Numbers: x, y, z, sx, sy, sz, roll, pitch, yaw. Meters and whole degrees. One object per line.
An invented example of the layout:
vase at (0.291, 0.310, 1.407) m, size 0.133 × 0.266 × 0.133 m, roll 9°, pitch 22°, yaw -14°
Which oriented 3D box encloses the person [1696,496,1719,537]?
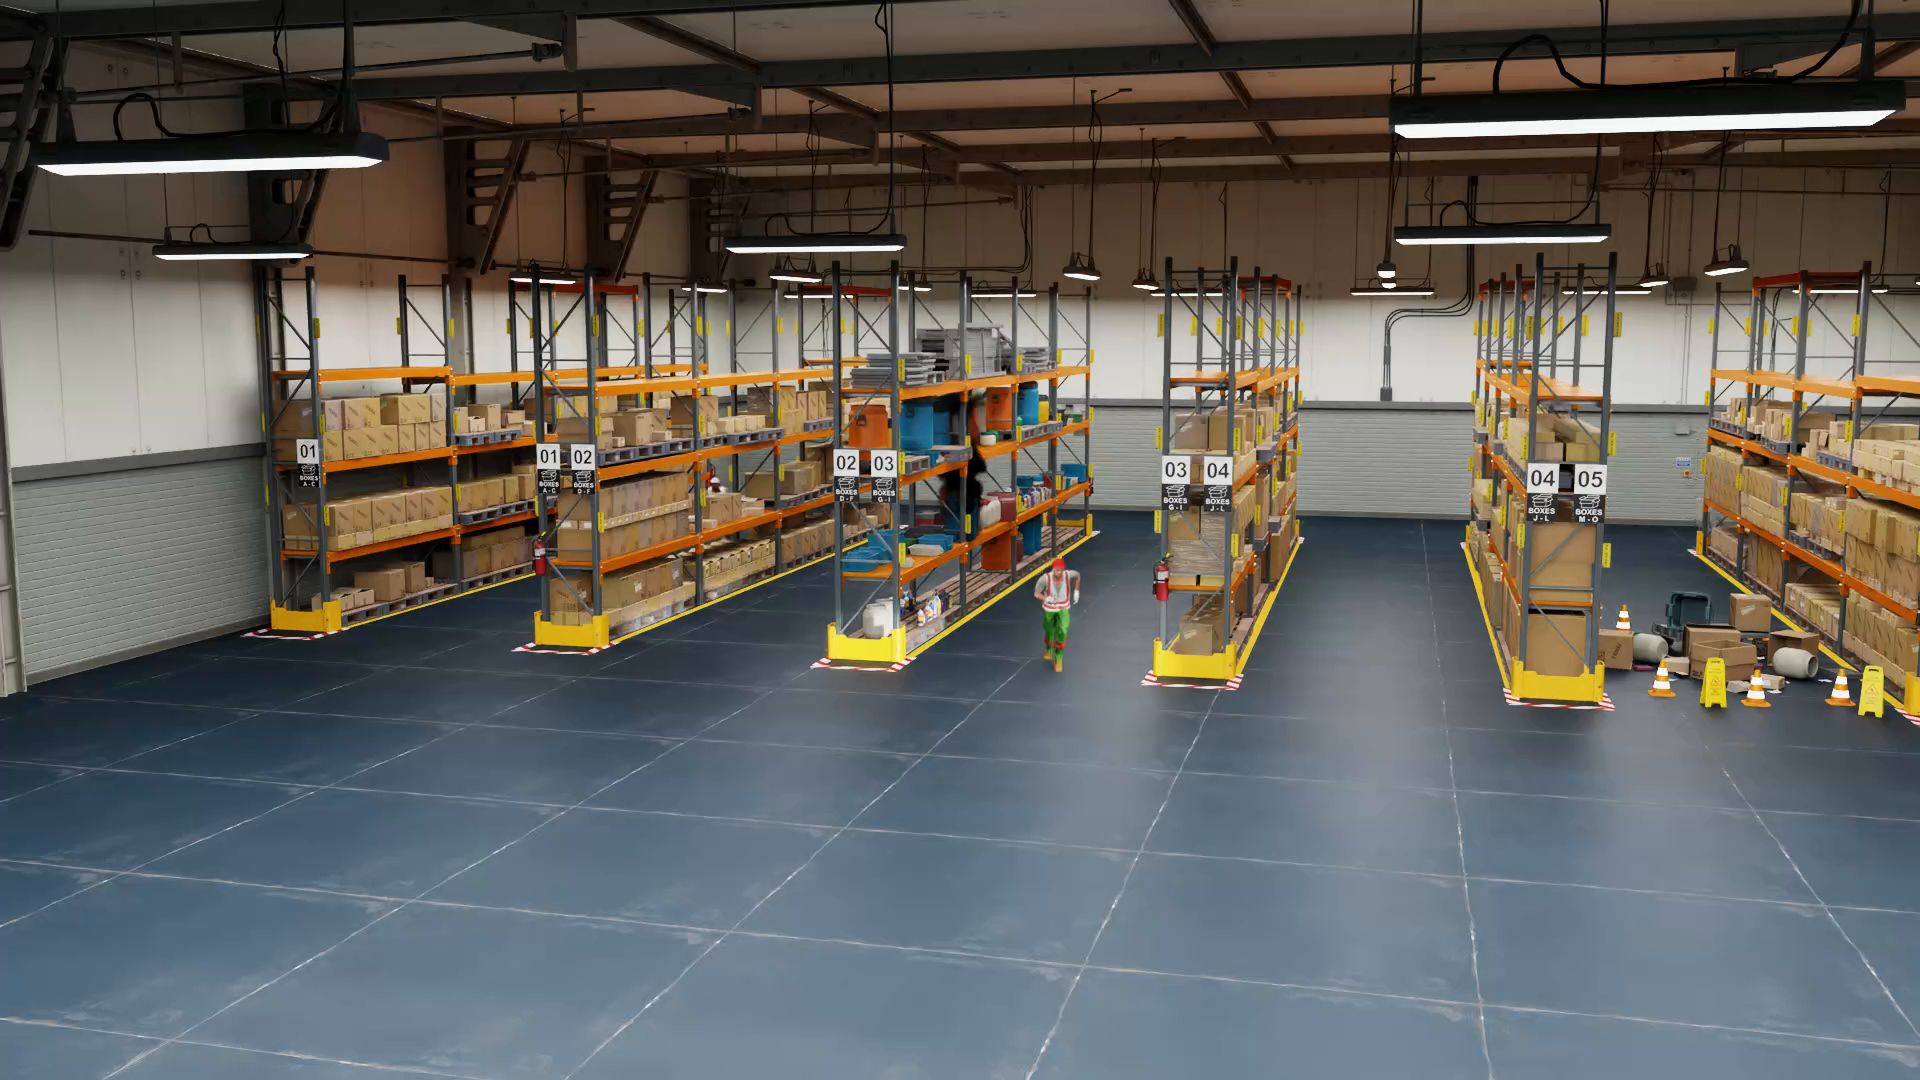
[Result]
person at (17.293, -0.687, 38.302) m, size 0.705 × 1.728 × 0.583 m, roll 1°, pitch 7°, yaw 5°

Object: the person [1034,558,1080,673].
person at (1.423, 1.080, 24.576) m, size 0.707 × 1.727 × 1.020 m, roll -1°, pitch 7°, yaw -5°

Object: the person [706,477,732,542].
person at (-5.430, -0.584, 37.539) m, size 0.676 × 1.704 × 0.770 m, roll 2°, pitch 7°, yaw 14°

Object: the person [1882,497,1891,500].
person at (18.532, -0.072, 33.224) m, size 0.599 × 1.835 × 0.852 m, roll 0°, pitch 7°, yaw -3°
